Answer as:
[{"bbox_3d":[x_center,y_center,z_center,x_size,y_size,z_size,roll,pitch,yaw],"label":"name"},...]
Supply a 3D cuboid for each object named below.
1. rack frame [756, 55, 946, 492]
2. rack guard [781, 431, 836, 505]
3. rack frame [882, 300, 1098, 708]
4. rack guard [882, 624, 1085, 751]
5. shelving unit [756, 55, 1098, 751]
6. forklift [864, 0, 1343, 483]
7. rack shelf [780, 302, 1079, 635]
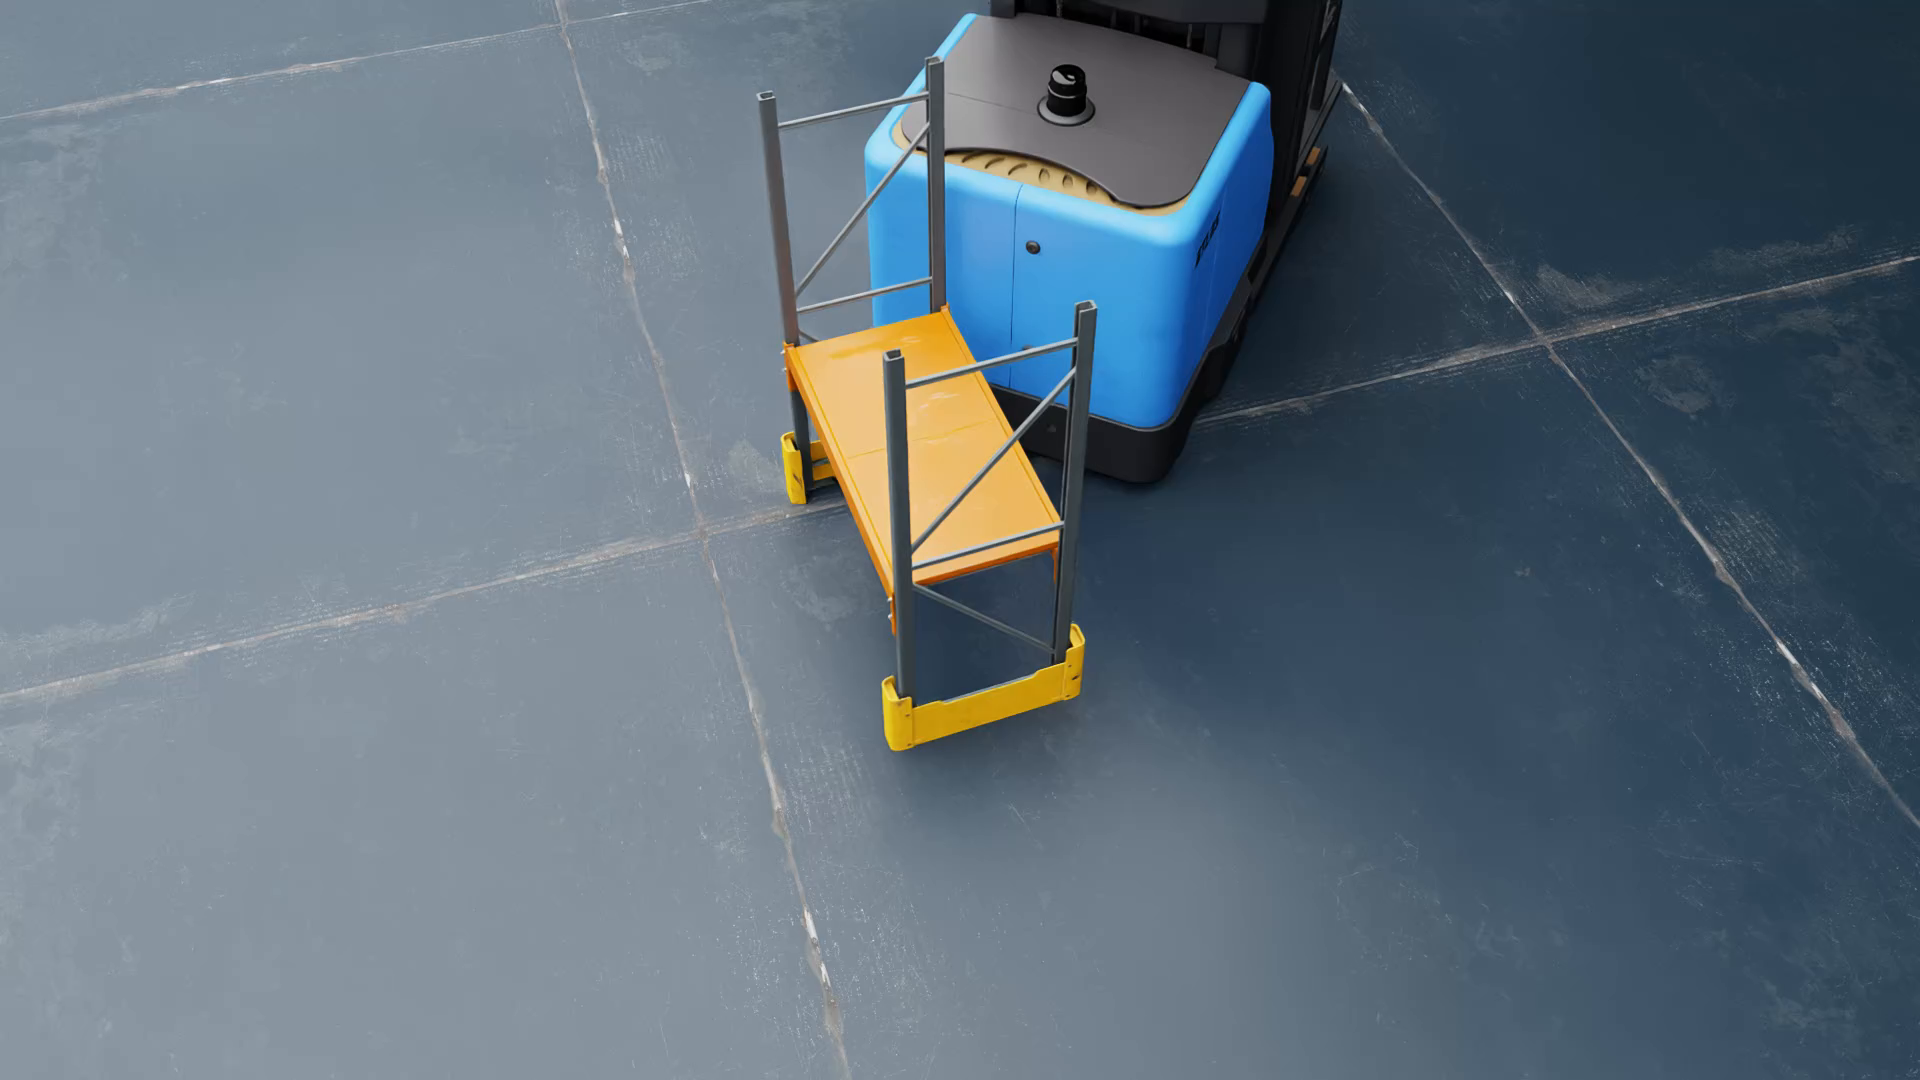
[{"bbox_3d":[-0.282,-0.712,4.869,0.500,1.500,0.032,-16,52,-13],"label":"rack frame"},{"bbox_3d":[-0.275,-0.295,5.335,0.587,0.250,0.087,-16,52,-13],"label":"rack guard"},{"bbox_3d":[0.069,0.018,4.254,0.500,1.500,0.032,-16,52,-13],"label":"rack frame"},{"bbox_3d":[0.069,0.420,4.732,0.587,0.250,0.087,-16,52,-13],"label":"rack guard"},{"bbox_3d":[-0.103,-0.340,4.556,0.587,1.500,1.083,-16,52,-13],"label":"shelving unit"},{"bbox_3d":[0.755,-2.275,5.251,1.130,2.935,3.031,18,52,15],"label":"forklift"},{"bbox_3d":[-0.106,-0.231,4.699,0.538,0.185,1.000,-16,52,-13],"label":"rack shelf"}]
